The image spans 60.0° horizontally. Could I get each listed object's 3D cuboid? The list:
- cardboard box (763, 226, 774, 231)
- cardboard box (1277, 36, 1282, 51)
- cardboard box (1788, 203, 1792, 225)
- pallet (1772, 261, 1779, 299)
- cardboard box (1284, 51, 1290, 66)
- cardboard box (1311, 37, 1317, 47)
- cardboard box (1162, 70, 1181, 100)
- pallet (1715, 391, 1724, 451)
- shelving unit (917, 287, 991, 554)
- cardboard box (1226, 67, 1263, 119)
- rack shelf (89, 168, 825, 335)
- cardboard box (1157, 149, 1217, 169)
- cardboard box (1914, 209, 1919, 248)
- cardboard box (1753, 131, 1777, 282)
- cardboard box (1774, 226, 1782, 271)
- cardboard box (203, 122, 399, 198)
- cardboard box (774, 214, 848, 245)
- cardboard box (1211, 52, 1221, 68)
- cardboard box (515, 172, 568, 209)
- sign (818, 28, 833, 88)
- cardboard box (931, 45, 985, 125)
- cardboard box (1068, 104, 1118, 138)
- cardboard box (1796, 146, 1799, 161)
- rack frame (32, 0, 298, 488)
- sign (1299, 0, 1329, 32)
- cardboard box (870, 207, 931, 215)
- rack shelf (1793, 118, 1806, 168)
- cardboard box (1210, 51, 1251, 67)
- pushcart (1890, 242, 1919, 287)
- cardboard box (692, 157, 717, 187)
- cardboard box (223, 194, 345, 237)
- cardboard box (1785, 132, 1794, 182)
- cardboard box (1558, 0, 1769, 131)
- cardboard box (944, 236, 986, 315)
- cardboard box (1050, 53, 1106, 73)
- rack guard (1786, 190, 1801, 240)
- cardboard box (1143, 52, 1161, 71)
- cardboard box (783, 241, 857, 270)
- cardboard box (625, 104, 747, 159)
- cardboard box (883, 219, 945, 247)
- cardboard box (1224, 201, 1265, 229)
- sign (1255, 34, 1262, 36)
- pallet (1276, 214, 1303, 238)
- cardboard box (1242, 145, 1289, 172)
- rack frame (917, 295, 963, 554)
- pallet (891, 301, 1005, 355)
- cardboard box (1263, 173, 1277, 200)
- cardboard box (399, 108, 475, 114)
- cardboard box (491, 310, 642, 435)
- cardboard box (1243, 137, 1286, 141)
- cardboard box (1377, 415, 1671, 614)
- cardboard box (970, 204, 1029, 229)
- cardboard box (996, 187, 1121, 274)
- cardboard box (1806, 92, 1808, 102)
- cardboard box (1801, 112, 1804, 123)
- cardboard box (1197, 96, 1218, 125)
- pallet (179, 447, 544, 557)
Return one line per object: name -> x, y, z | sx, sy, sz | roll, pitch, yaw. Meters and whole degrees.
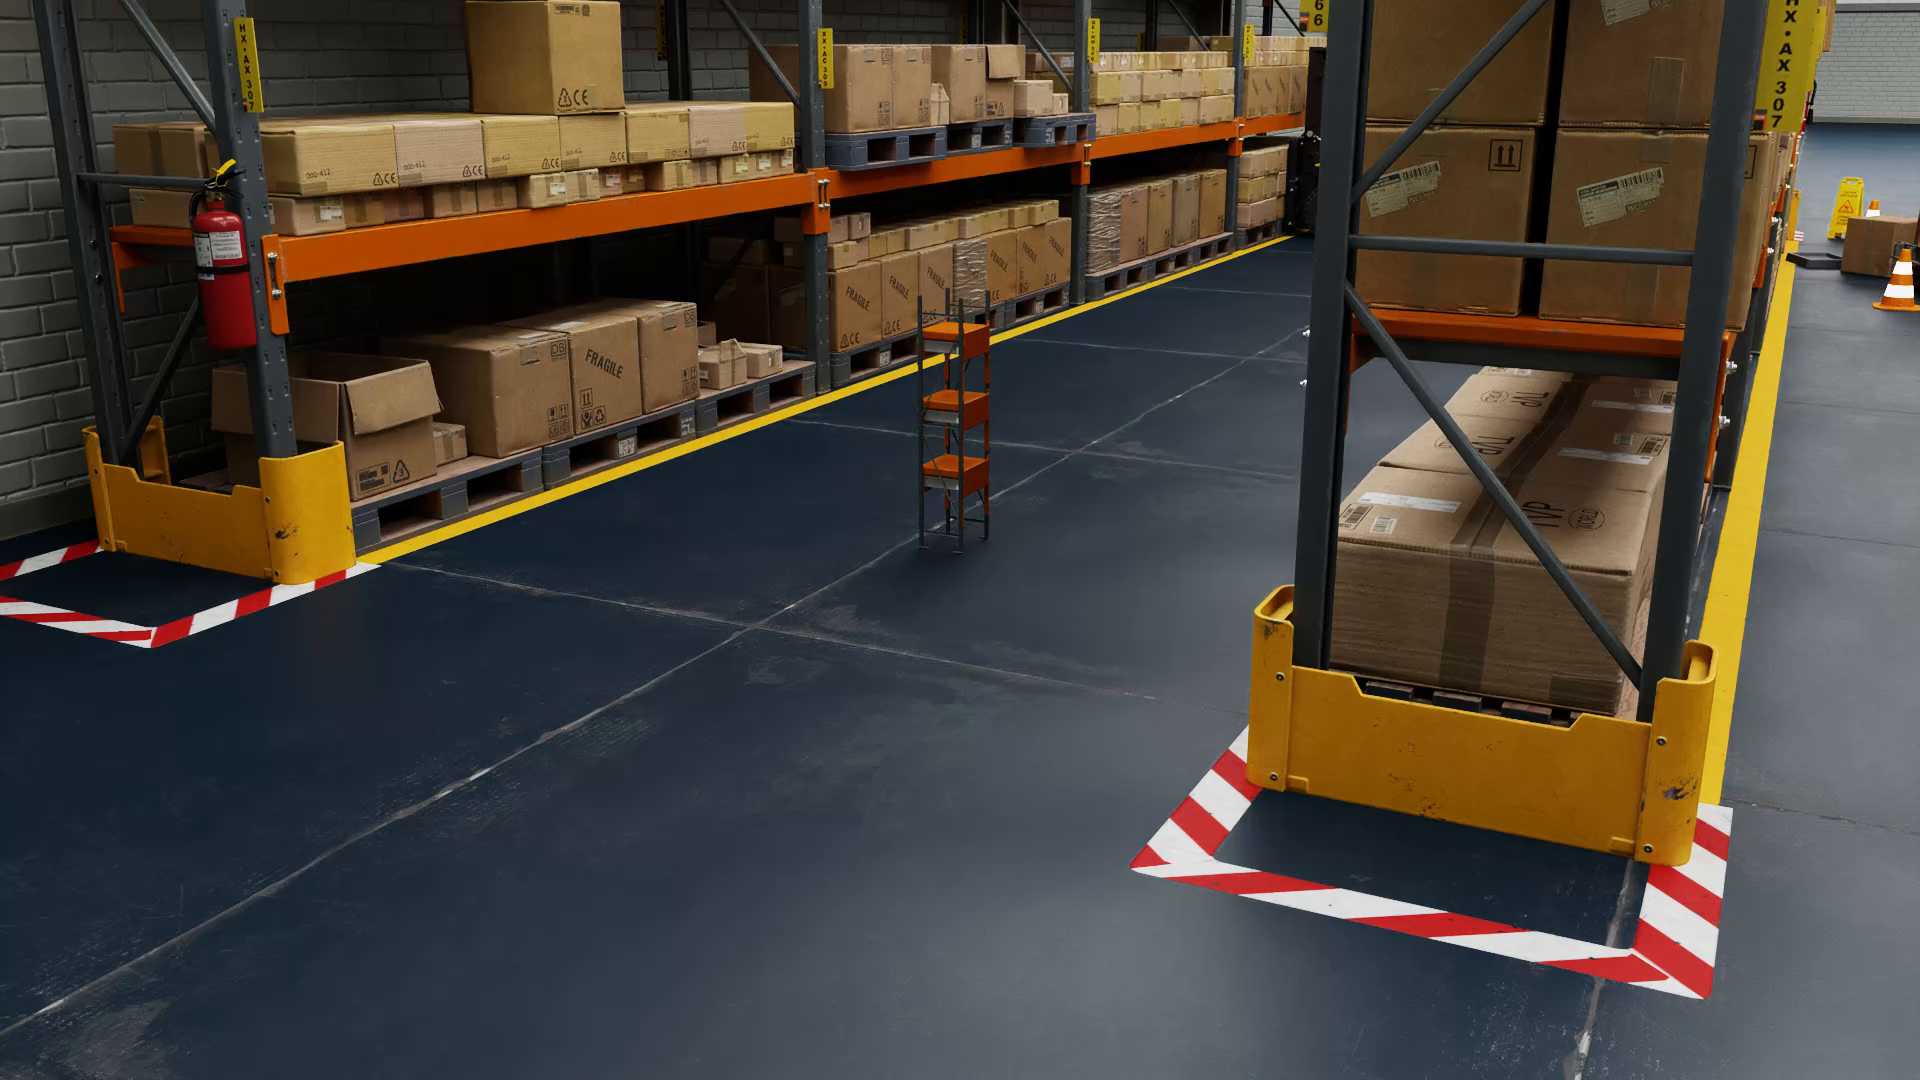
cardboard box -> -1.132, -1.949, 10.832 | 0.380, 0.149, 0.250 | 8, 18, 26
cardboard box -> 3.171, -5.223, 17.504 | 0.380, 0.149, 0.250 | 8, 18, 24
cardboard box -> 8.421, -3.437, 17.420 | 0.500, 0.250, 0.500 | 8, 18, 25
pallet -> 6.418, -2.246, 14.216 | 1.003, 0.211, 1.213 | 8, 18, 25
cardboard box -> 3.298, -5.141, 17.750 | 0.380, 0.149, 0.250 | 7, 18, 24
cardboard box -> 3.768, -5.543, 18.581 | 0.380, 0.149, 0.250 | 9, 19, 27
cardboard box -> 1.633, -4.034, 14.725 | 0.500, 0.250, 0.500 | 8, 18, 26
pallet -> 3.467, -0.613, 8.717 | 1.003, 0.211, 1.213 | 8, 18, 25
shelving unit -> -0.024, -0.490, 6.829 | 0.215, 1.050, 0.252 | 8, 18, 25
cardboard box -> 2.754, -4.540, 16.865 | 0.500, 0.500, 0.500 | 8, 18, 24
rack shelf -> -2.146, -1.520, 8.137 | 1.077, 0.370, 4.000 | 8, 18, 25
cardboard box -> 2.369, -3.924, 17.304 | 0.500, 0.250, 0.500 | 9, 19, 26
cardboard box -> 8.371, -2.727, 13.998 | 0.500, 0.500, 0.500 | 8, 18, 25
cardboard box -> 2.319, -1.118, 5.345 | 0.500, 0.500, 0.500 | 8, 18, 25
cardboard box -> 6.214, -2.405, 13.733 | 0.950, 0.372, 0.625 | 9, 19, 29
cardboard box -> -2.596, -1.507, 6.572 | 0.500, 0.250, 0.500 | 8, 18, 26
cardboard box -> -0.908, -1.896, 10.130 | 0.380, 0.149, 0.250 | 8, 18, 24
cardboard box -> 2.269, -4.587, 15.886 | 0.380, 0.149, 0.250 | 8, 18, 25
cardboard box -> -2.027, -1.605, 7.603 | 0.380, 0.149, 0.250 | 8, 18, 24
sign -> -0.763, -2.722, 9.400 | 0.100, 0.325, 0.005 | 8, 18, 25
cardboard box -> -0.254, -3.050, 11.112 | 0.700, 0.500, 0.500 | 8, 18, 25
cardboard box -> 0.952, -3.403, 13.477 | 0.500, 0.250, 0.500 | 8, 18, 26
cardboard box -> 7.608, -3.606, 15.533 | 0.380, 0.149, 0.250 | 9, 19, 27
rack frame -> -3.039, -1.355, 6.319 | 1.000, 3.000, 0.127 | 8, 18, 25
sign -> 0.924, -1.466, 4.242 | 0.100, 0.325, 0.005 | 8, 18, 25
cardboard box -> -0.437, -2.346, 12.168 | 0.380, 0.149, 0.250 | 8, 18, 24
rack shelf -> 7.659, -3.946, 16.305 | 1.077, 0.370, 4.000 | 8, 18, 25
cardboard box -> 2.700, -4.818, 16.664 | 0.380, 0.149, 0.250 | 8, 18, 24
pushcart -> 8.827, -2.247, 13.927 | 1.648, 0.377, 0.936 | 2, 17, 6
cardboard box -> -1.502, -1.939, 8.724 | 0.380, 0.149, 0.250 | 9, 19, 27
cardboard box -> -2.647, -1.284, 6.519 | 0.380, 0.149, 0.250 | 8, 18, 25
cardboard box -> 4.328, -2.137, 9.214 | 0.500, 0.250, 0.500 | 8, 18, 24
cardboard box -> 1.872, -1.338, 4.329 | 0.500, 0.500, 0.500 | 8, 18, 24
cardboard box -> -0.141, -1.867, 11.693 | 0.500, 0.500, 0.500 | 7, 18, 23
cardboard box -> 0.941, -3.796, 13.220 | 0.380, 0.149, 0.250 | 9, 19, 27
rack guard -> 8.518, -3.583, 18.208 | 1.175, 0.500, 0.348 | 8, 18, 25
cardboard box -> 1.508, -4.126, 14.332 | 0.380, 0.149, 0.250 | 9, 19, 27
cardboard box -> -0.854, -1.746, 10.147 | 0.380, 0.149, 0.250 | 9, 19, 28
cardboard box -> -1.472, -2.155, 8.751 | 0.500, 0.250, 0.500 | 8, 18, 26
cardboard box -> -0.326, -2.086, 11.293 | 0.380, 0.149, 0.250 | 9, 19, 27
cardboard box -> 2.835, -3.376, 17.215 | 0.500, 0.250, 0.500 | 8, 18, 26
sign -> 3.616, -5.956, 20.149 | 0.100, 0.325, 0.005 | 8, 18, 25
pallet -> 3.259, -3.584, 18.721 | 1.003, 0.211, 1.213 | 8, 18, 25
cardboard box -> 3.269, -4.115, 17.946 | 0.500, 0.250, 0.500 | 9, 19, 27
rack frame -> -0.078, -0.459, 6.724 | 0.200, 1.050, 0.008 | 8, 18, 25
pallet -> -0.379, -1.561, 11.910 | 1.003, 0.211, 1.213 | 8, 18, 25
cardboard box -> 3.038, -3.747, 17.586 | 0.500, 0.250, 0.500 | 8, 18, 25
cardboard box -> -2.381, -1.967, 8.119 | 0.500, 0.250, 0.500 | 8, 18, 25
cardboard box -> -1.939, -0.837, 8.226 | 0.500, 0.500, 0.500 | 8, 19, 26
cardboard box -> 3.506, -4.567, 19.469 | 0.500, 0.250, 0.500 | 8, 18, 25
cardboard box -> 2.010, -0.113, 5.898 | 0.875, 0.438, 0.875 | 9, 19, 27
cardboard box -> 0.290, -2.414, 12.397 | 0.380, 0.149, 0.250 | 7, 18, 24
cardboard box -> 0.826, -2.613, 13.987 | 0.875, 0.625, 0.625 | 9, 19, 27
cardboard box -> 8.556, -4.817, 17.277 | 0.500, 0.500, 0.500 | 8, 18, 24
cardboard box -> 7.773, -4.025, 15.749 | 0.380, 0.149, 0.250 | 8, 18, 26
cardboard box -> 2.112, -4.050, 15.654 | 0.500, 0.250, 0.500 | 8, 18, 25
pallet -> -2.650, -0.241, 7.465 | 1.003, 0.211, 1.213 | 8, 18, 25
